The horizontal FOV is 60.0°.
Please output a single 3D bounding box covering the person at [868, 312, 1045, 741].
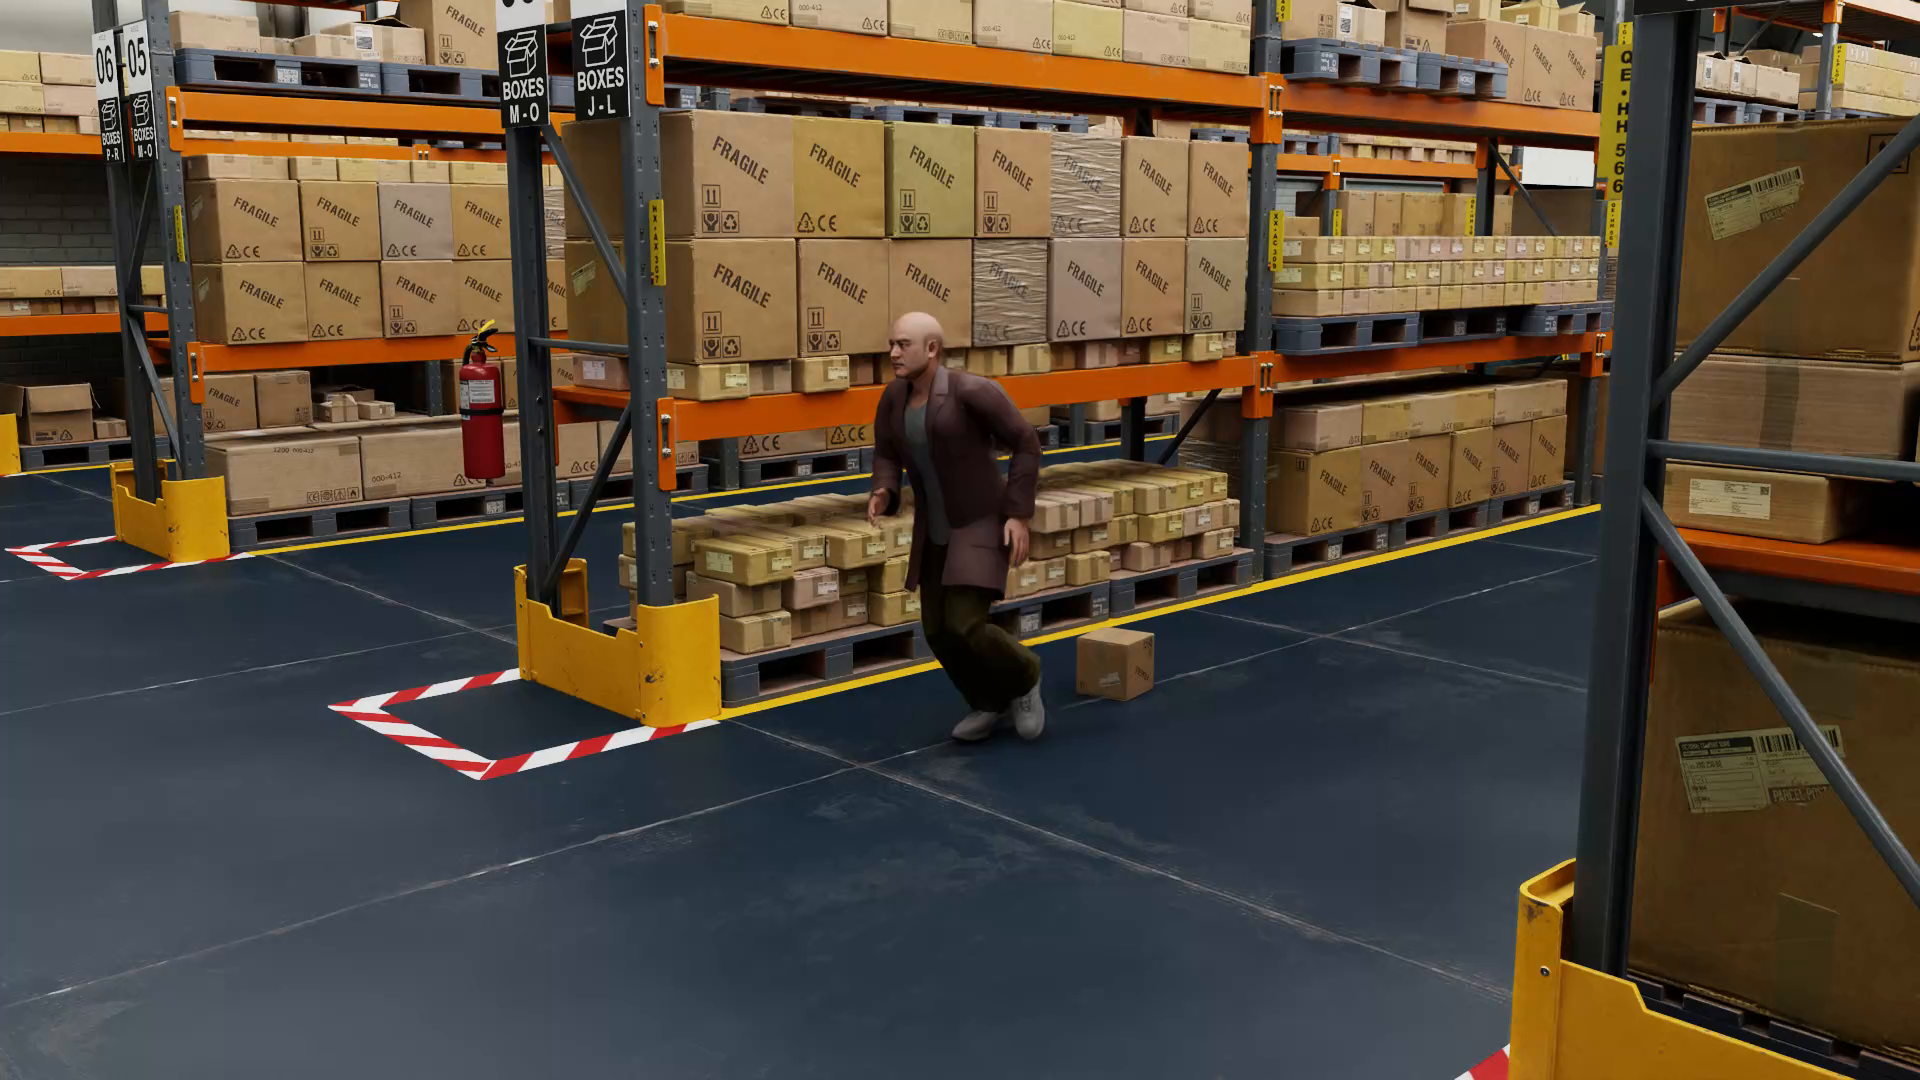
[{"bbox_3d":[-0.039,-0.029,6.346,0.678,1.676,0.792,9,14,42],"label":"person"}]
